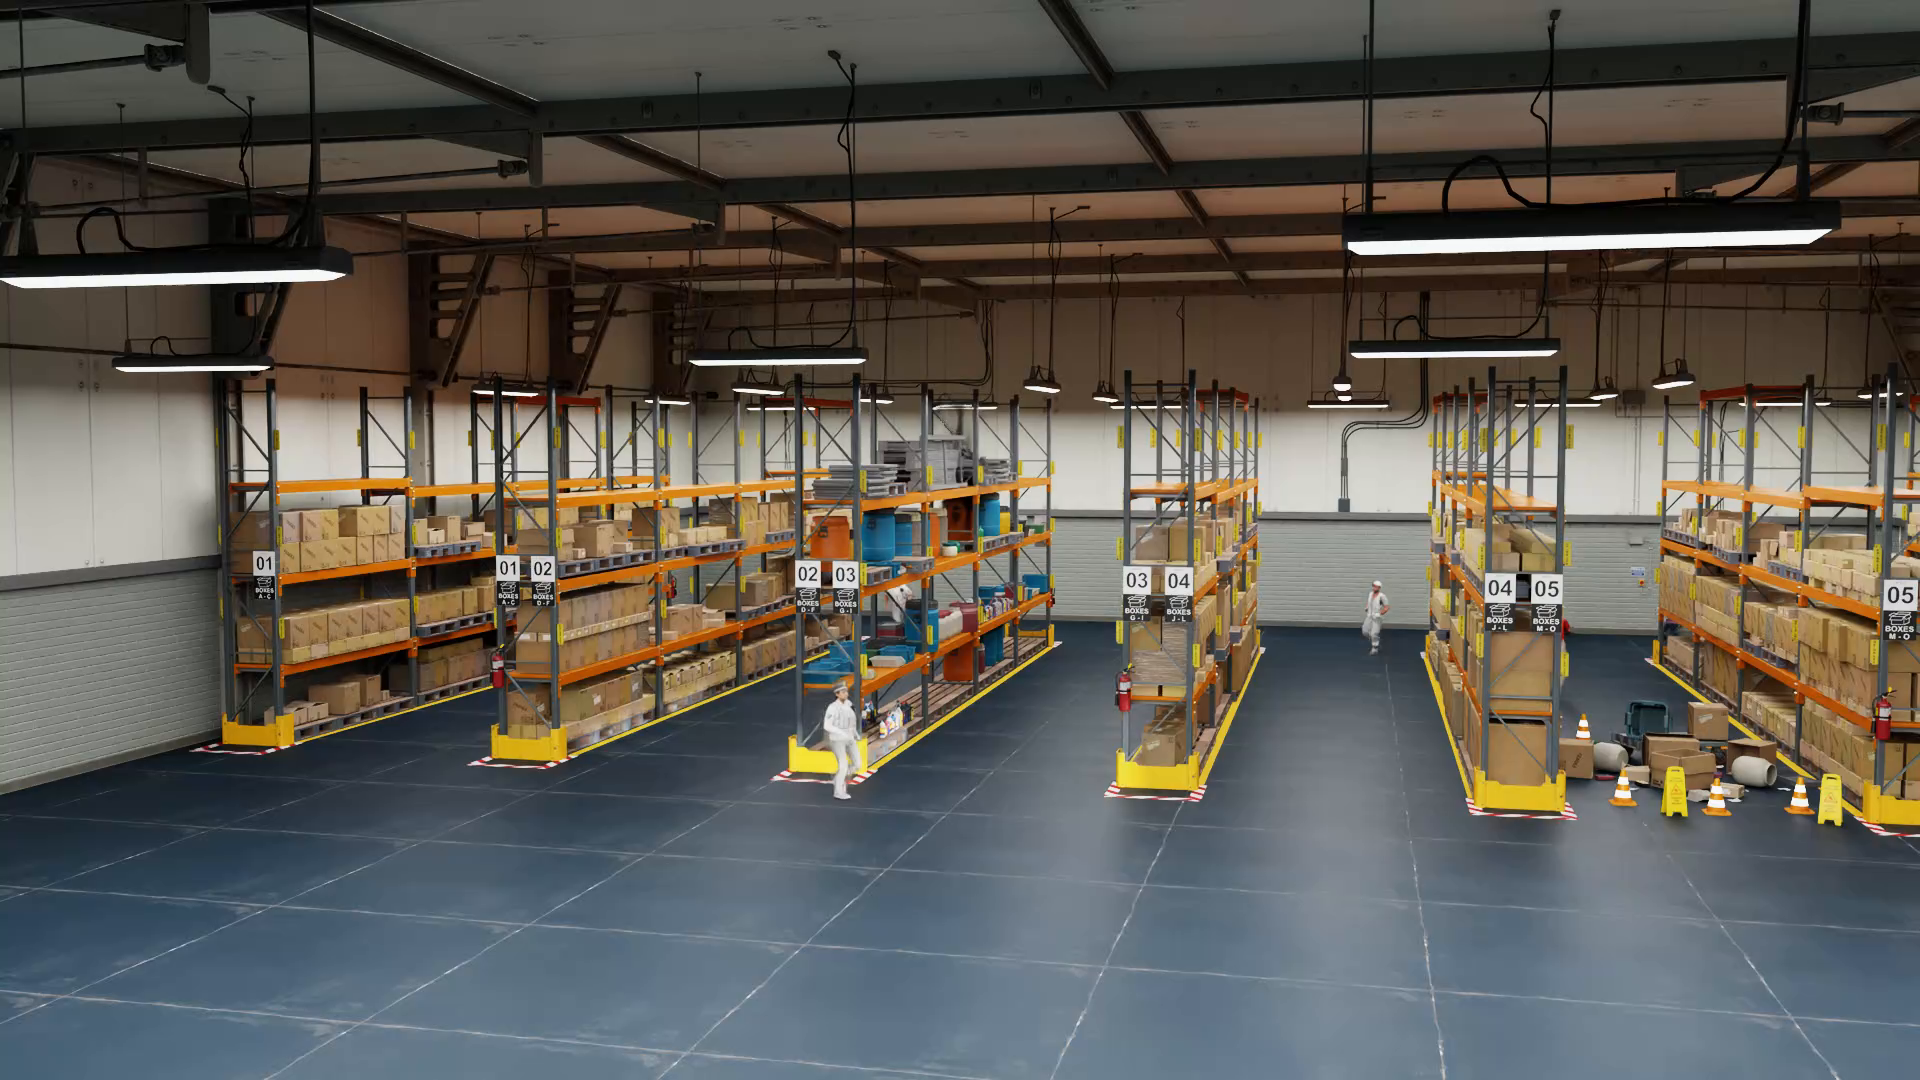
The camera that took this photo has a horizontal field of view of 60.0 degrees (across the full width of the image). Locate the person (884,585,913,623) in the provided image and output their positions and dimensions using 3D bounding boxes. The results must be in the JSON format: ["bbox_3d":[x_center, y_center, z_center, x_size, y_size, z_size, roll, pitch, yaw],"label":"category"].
[{"bbox_3d":[-1.478,1.701,40.404,0.743,1.782,0.919,0,3,-1],"label":"person"}]

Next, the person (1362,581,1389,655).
[{"bbox_3d":[9.691,1.821,38.737,0.548,1.748,0.684,-3,4,-38],"label":"person"}]

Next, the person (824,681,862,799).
[{"bbox_3d":[-1.592,2.783,23.119,0.497,1.653,0.591,3,5,45],"label":"person"}]

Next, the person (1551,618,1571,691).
[{"bbox_3d":[11.779,2.197,32.900,0.644,1.751,1.030,1,3,10],"label":"person"}]

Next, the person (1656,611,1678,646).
[{"bbox_3d":[16.305,1.911,38.162,0.662,1.592,0.506,0,3,3],"label":"person"}]
